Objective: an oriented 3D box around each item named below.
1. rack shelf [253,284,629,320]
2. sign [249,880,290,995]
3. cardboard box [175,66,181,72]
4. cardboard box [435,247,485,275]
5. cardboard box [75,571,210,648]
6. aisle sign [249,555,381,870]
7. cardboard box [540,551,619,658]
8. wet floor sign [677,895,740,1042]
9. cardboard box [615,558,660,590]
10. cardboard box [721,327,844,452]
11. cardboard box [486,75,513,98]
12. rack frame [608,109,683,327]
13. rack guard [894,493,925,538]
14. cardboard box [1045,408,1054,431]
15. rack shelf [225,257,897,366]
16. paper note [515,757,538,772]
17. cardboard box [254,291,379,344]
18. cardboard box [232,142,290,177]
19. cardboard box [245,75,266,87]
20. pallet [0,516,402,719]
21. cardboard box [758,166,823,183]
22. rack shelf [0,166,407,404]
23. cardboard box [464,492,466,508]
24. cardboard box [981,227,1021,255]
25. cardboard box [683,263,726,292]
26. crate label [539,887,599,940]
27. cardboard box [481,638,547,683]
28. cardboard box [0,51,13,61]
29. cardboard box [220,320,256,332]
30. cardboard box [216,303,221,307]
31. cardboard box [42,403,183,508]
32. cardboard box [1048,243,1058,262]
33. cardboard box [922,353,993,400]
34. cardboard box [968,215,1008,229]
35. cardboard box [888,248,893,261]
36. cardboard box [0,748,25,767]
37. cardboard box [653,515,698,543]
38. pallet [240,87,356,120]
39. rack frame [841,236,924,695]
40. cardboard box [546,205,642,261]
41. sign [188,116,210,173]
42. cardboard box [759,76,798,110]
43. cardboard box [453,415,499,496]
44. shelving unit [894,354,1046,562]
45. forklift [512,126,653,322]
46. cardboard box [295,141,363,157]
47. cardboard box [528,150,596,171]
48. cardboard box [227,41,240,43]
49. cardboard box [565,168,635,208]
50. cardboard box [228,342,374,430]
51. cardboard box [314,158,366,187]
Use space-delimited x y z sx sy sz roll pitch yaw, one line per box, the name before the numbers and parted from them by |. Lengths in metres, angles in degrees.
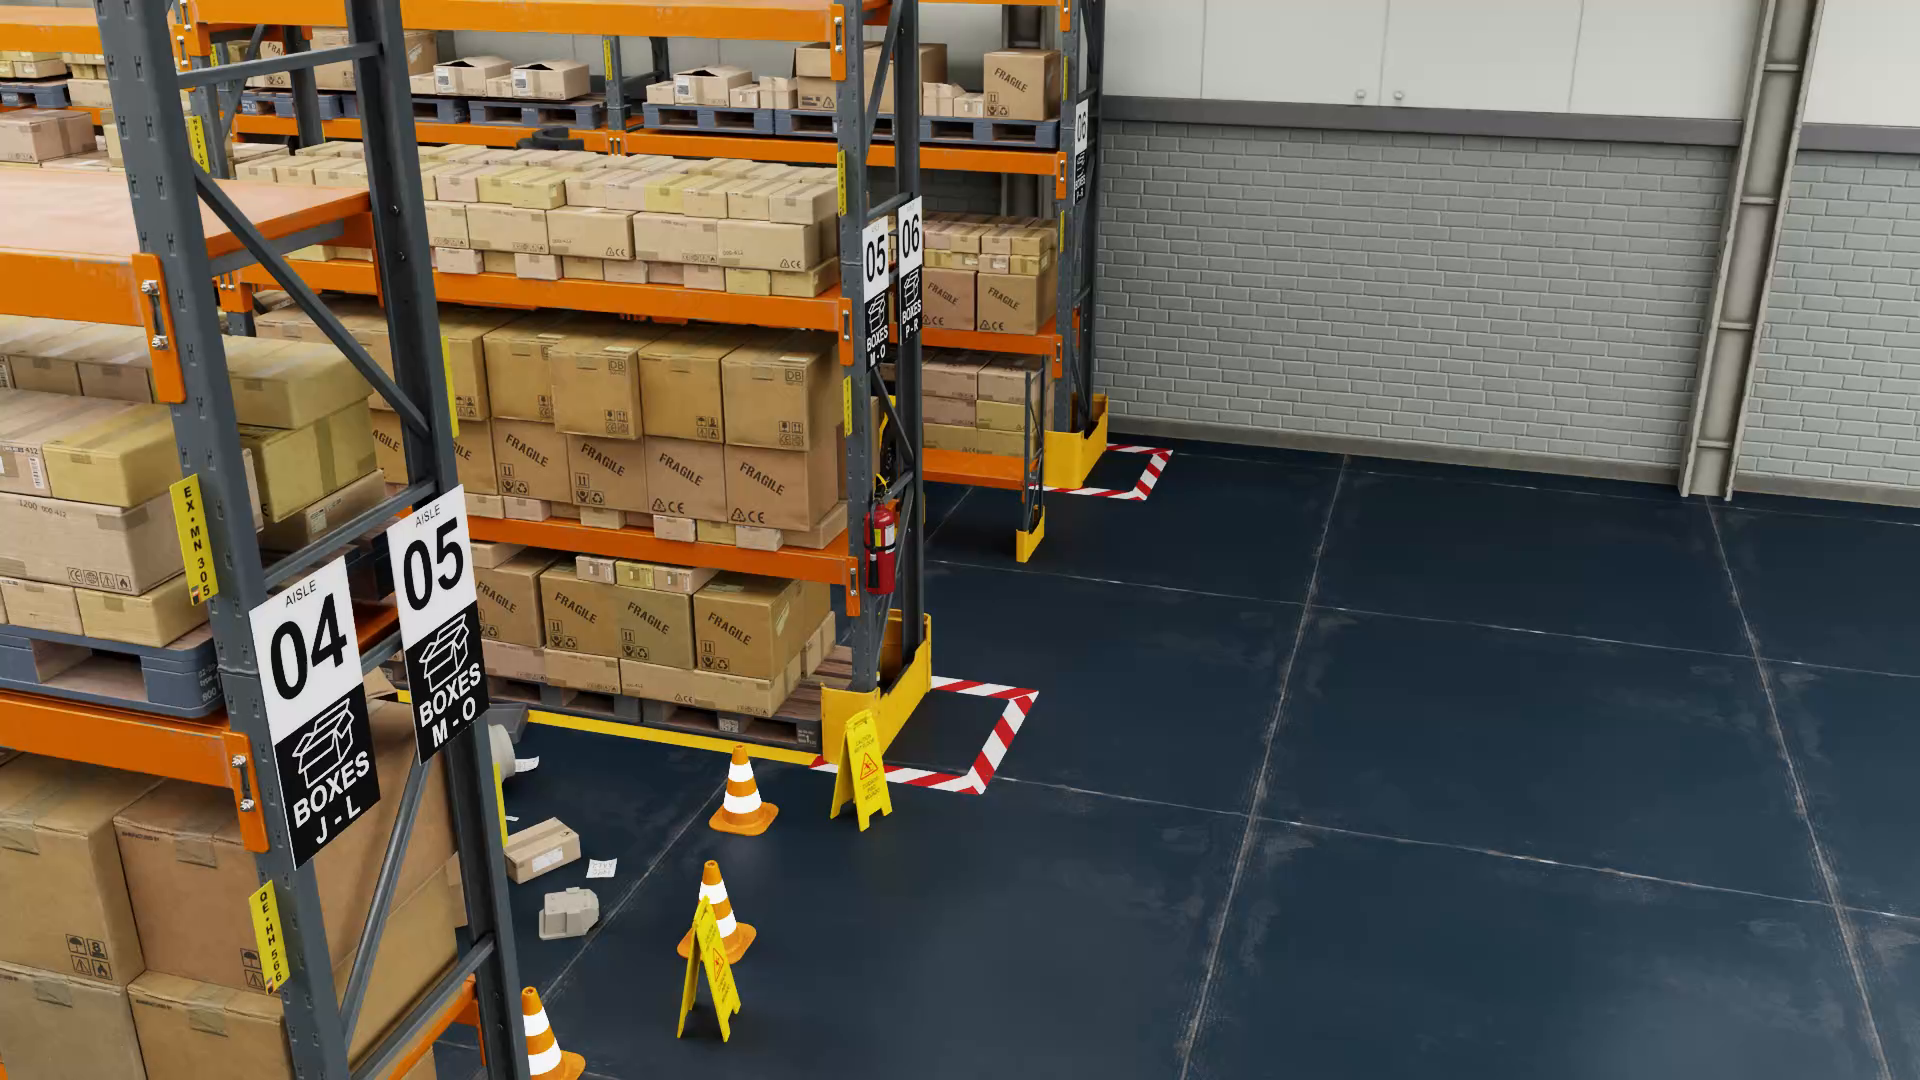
rack shelf | -4.745 -2.373 15.957 4.000 0.370 1.077 7 23 16
sign | -1.934 1.115 4.666 0.005 0.325 0.100 7 23 16
cardboard box | -7.312 -4.415 15.706 0.250 0.149 0.380 6 23 14
cardboard box | -2.824 -1.658 9.644 0.250 0.149 0.380 6 23 14
cardboard box | -2.181 0.139 4.576 0.250 0.149 0.380 6 23 15
aisle sign | -1.783 0.479 4.629 0.004 0.787 0.394 7 23 16
cardboard box | -2.255 0.379 10.379 0.500 0.500 0.500 6 23 14
wet floor sign | -1.165 1.938 7.600 0.232 0.644 0.267 3 22 6
cardboard box | -1.884 0.149 10.087 0.250 0.149 0.380 7 23 16
cardboard box | -0.983 -0.868 9.497 0.500 0.500 0.700 6 23 14
cardboard box | -3.971 -4.009 14.690 0.250 0.149 0.380 6 23 15
rack frame | -2.831 -2.487 15.286 0.127 3.000 1.000 7 23 16
rack guard | -0.404 -0.162 13.240 0.087 0.250 0.587 7 23 16
cardboard box | 0.585 -1.096 14.963 0.500 0.250 0.500 7 23 16
rack shelf | -2.346 -1.519 9.921 4.000 0.370 1.077 7 23 16
paper note | -2.588 1.332 9.888 0.148 0.019 0.142 -1 22 -3
cardboard box | -3.902 -1.203 10.313 0.500 0.500 0.700 6 23 15
cardboard box | -4.704 -2.406 10.779 0.500 0.250 0.500 6 23 14
cardboard box | -6.414 -4.297 15.369 0.250 0.166 0.380 6 23 15
pallet | -2.478 0.141 5.044 1.213 0.211 1.003 7 23 16
cardboard box | -0.958 -2.020 9.475 0.250 0.149 0.380 6 23 15
rack shelf | -3.679 -0.912 5.016 4.000 0.370 1.077 7 23 16
cardboard box | -3.041 -0.331 10.361 0.250 0.149 0.380 6 23 15
cardboard box | 0.350 -2.511 13.965 0.250 0.149 0.380 7 23 16
cardboard box | -1.346 -1.511 9.284 0.250 0.149 0.380 7 23 17
crate label | -1.981 1.878 8.416 0.298 0.136 0.250 -5 23 -12
cardboard box | -2.751 0.669 10.661 0.500 0.250 0.500 6 23 15
cardboard box | -9.077 -4.705 15.995 0.250 0.149 0.380 7 23 16
cardboard box | -4.627 -1.217 11.112 0.500 0.500 0.500 7 23 17
cardboard box | -7.476 -2.244 16.579 0.250 0.149 0.380 5 23 13
cardboard box | -2.185 -0.230 4.425 0.250 0.149 0.380 7 23 16
cardboard box | 0.749 -2.526 14.395 0.250 0.149 0.380 6 23 14
cardboard box | -0.023 -1.424 14.447 0.500 0.250 0.500 7 23 16
cardboard box | 0.241 -2.712 14.455 0.250 0.149 0.380 7 23 17
cardboard box | -0.649 -2.463 14.240 0.250 0.149 0.380 7 23 16
cardboard box | -3.159 0.804 5.643 0.550 0.550 0.875 7 23 16
cardboard box | -1.620 -0.132 9.876 0.250 0.149 0.380 7 23 16
pallet | -5.985 -4.184 15.719 1.003 0.211 1.213 8 24 18
rack frame | -0.431 -0.245 9.819 0.127 3.000 1.000 7 23 16
cardboard box | -1.978 -1.770 9.390 0.500 0.250 0.500 7 23 17
sign | -4.418 -2.290 9.653 0.005 0.325 0.100 7 23 16
cardboard box | -1.497 -3.780 13.977 0.258 0.266 0.396 6 23 14
cardboard box | -2.956 -0.611 10.189 0.500 0.500 0.500 6 23 15
shelving unit | 0.073 -0.686 12.870 1.083 1.500 0.587 7 23 16
forklift | -2.824 -2.002 14.194 3.031 2.935 1.130 -9 24 -21
cardboard box | -3.894 -2.368 10.324 0.250 0.149 0.380 7 23 17
cardboard box | -2.382 -2.233 9.994 0.250 0.149 0.380 7 23 16
cardboard box | -7.167 -4.745 16.119 0.250 0.149 0.380 7 23 16
cardboard box | -2.029 -1.993 9.408 0.250 0.149 0.380 6 23 14
cardboard box | -1.992 -0.468 5.007 0.250 0.149 0.380 7 23 16
cardboard box | -3.546 -2.120 9.720 0.250 0.149 0.380 6 23 14
